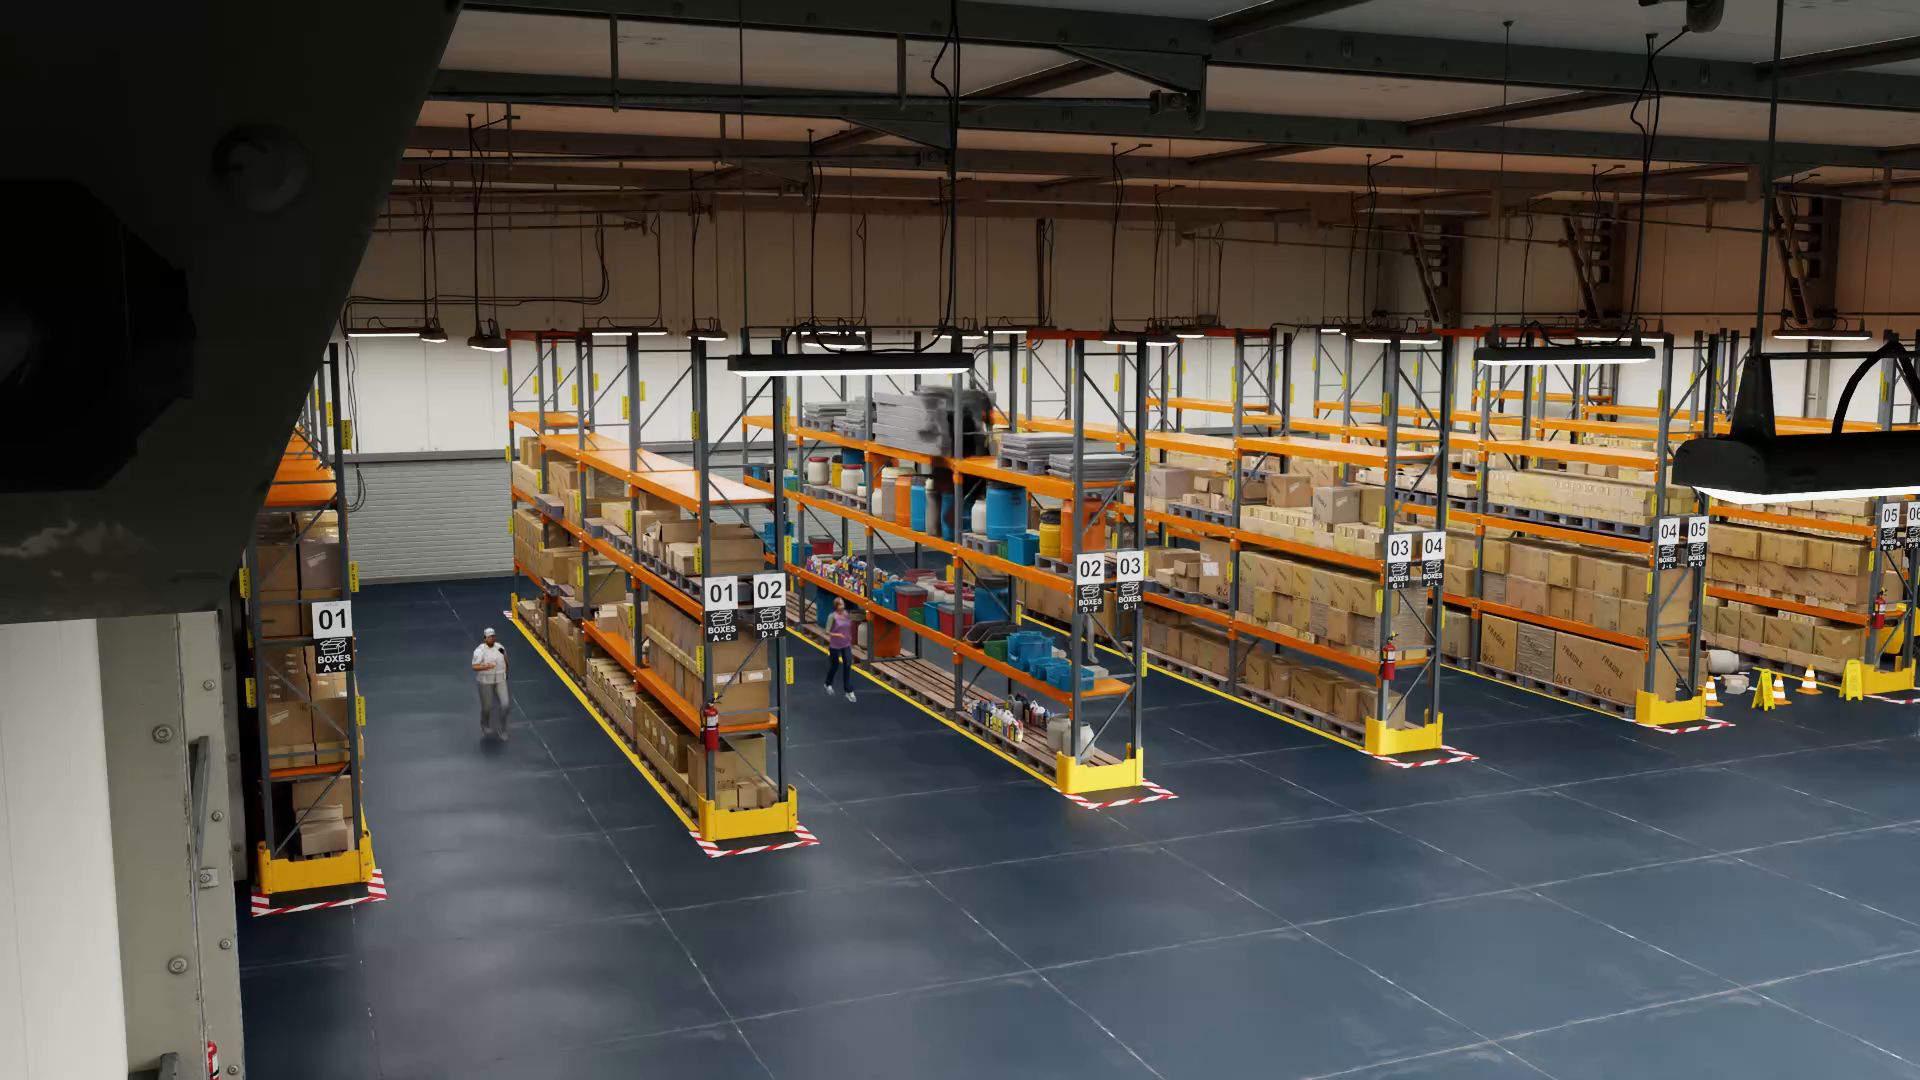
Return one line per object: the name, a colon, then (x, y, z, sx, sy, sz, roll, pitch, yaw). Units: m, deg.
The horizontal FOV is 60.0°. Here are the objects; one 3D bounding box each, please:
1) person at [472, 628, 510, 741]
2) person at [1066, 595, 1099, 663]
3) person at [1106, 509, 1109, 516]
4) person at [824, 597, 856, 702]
person: (-6.972, 2.156, 24.795, 0.587, 1.715, 0.691, -5, 9, -33)
person: (2.238, 1.349, 30.333, 0.578, 1.693, 0.870, -4, 9, -29)
person: (3.318, 0.073, 39.668, 0.767, 1.747, 0.922, 0, 8, -1)
person: (-1.890, 1.737, 26.119, 0.538, 1.516, 0.808, -5, 9, -35)
